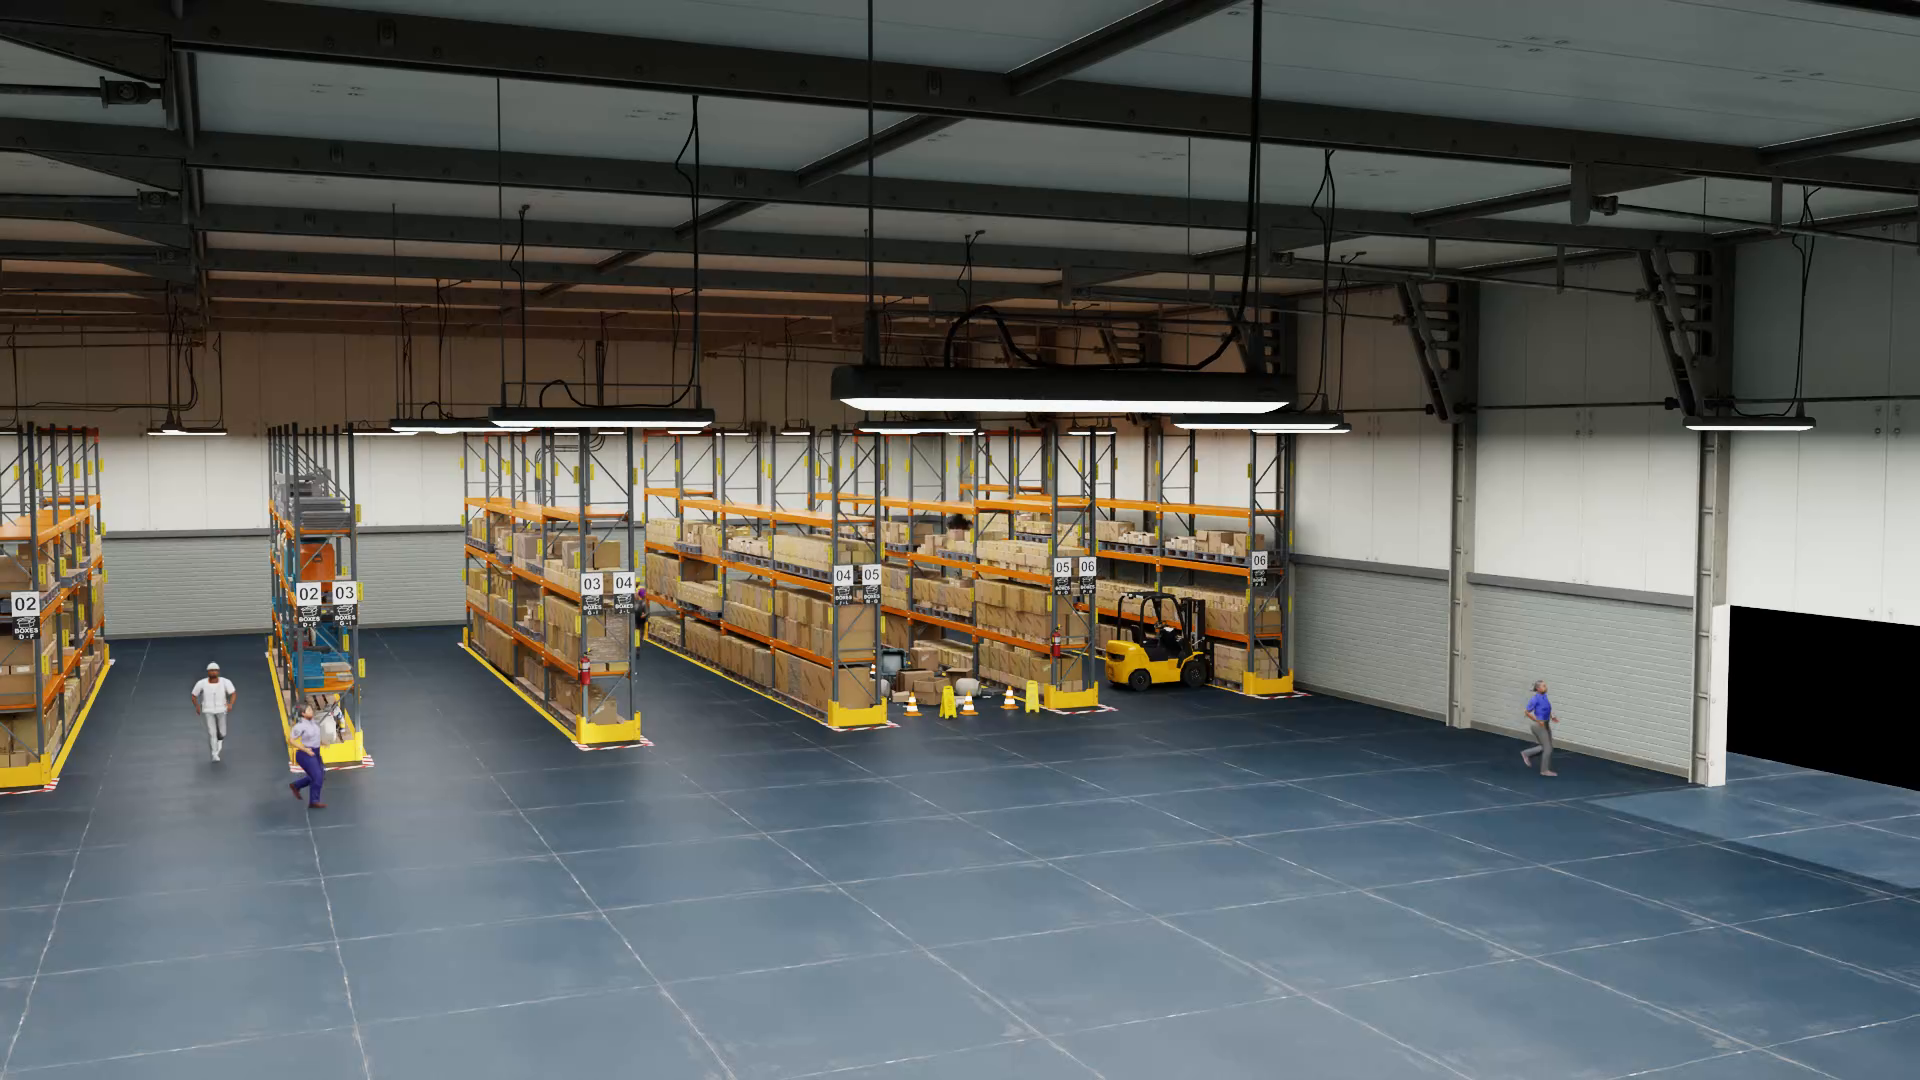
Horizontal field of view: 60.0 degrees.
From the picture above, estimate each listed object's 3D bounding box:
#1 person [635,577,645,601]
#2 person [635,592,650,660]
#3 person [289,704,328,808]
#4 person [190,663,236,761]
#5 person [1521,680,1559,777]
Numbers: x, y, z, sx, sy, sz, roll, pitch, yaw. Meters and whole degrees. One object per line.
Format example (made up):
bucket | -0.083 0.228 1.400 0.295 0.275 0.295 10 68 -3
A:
person | -9.492 1.896 48.841 0.676 1.650 0.853 -3 4 -38
person | -8.432 2.217 43.459 0.652 1.731 0.862 -1 4 -17
person | -10.141 3.351 25.789 0.687 1.589 0.613 0 4 6
person | -13.285 3.045 29.611 0.739 1.734 0.795 -2 4 -30
person | 9.846 3.192 28.276 0.581 1.597 0.681 -3 5 -44
